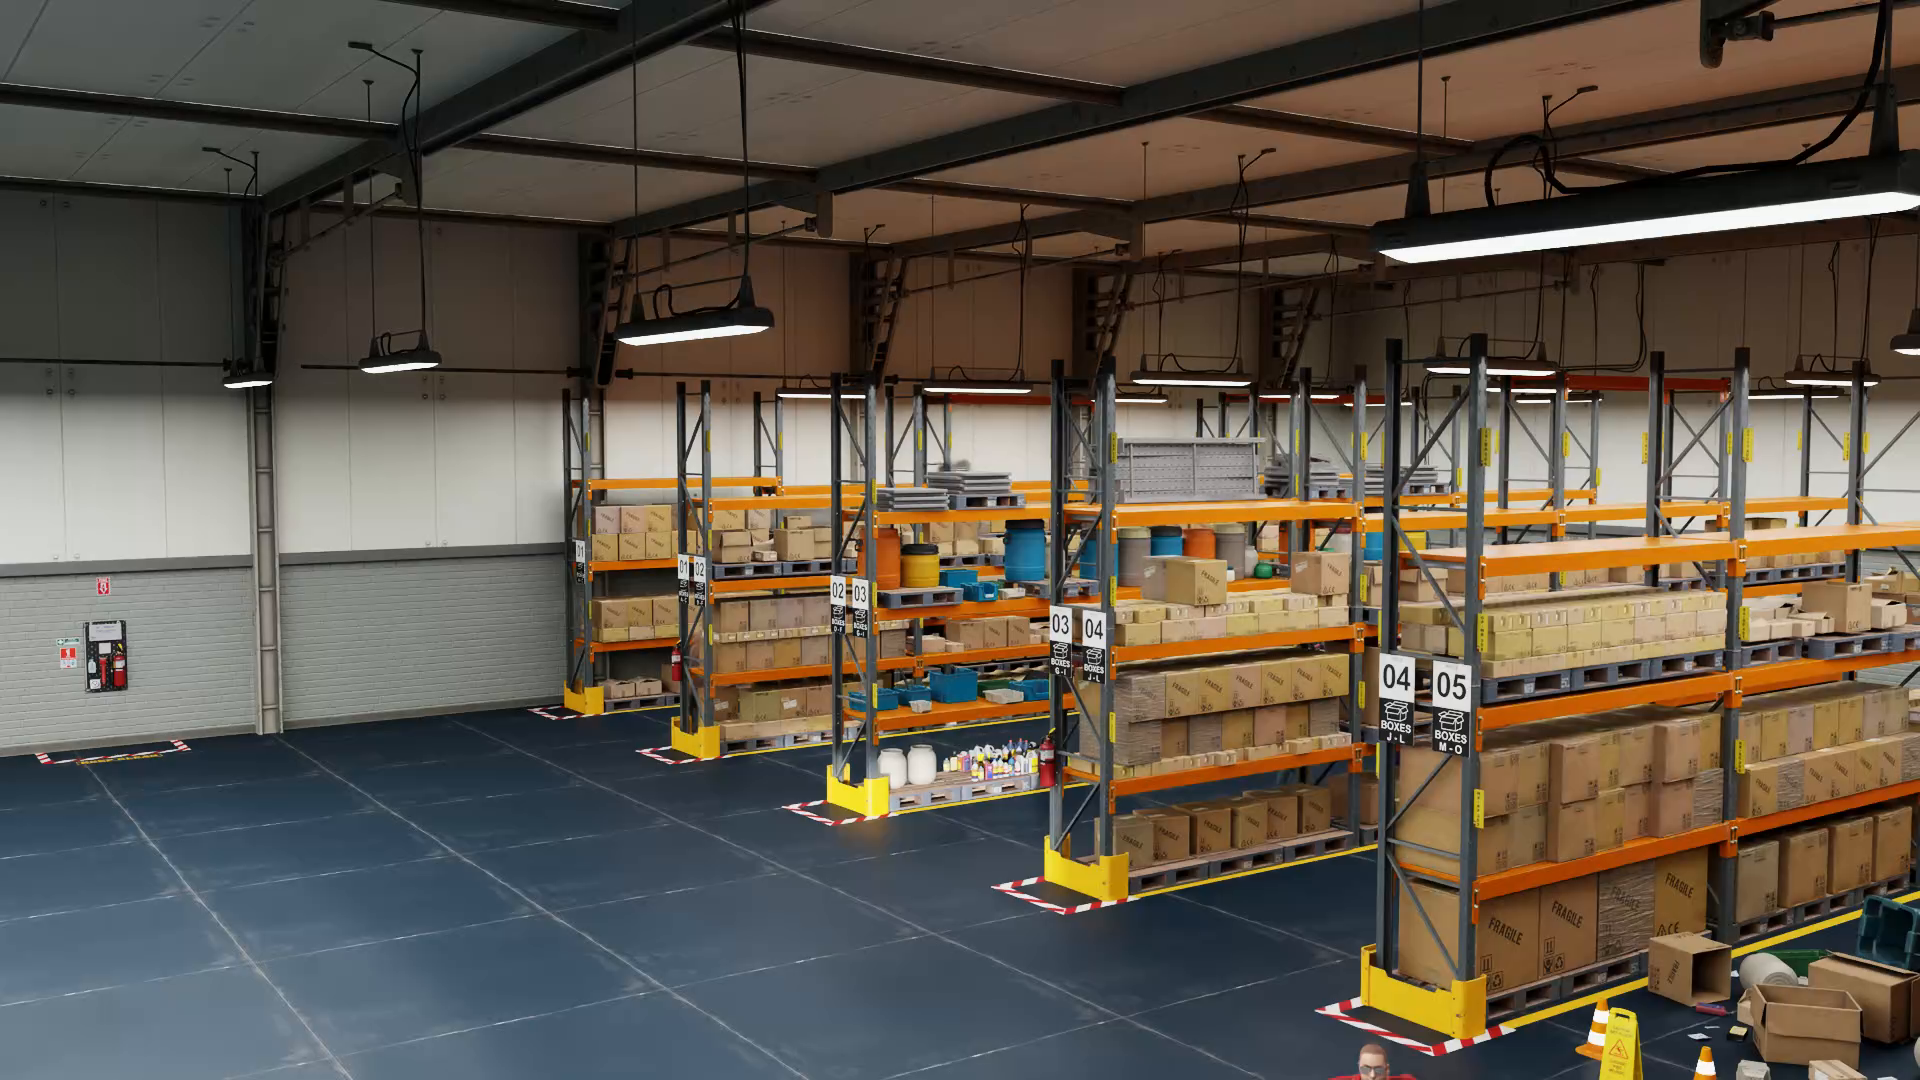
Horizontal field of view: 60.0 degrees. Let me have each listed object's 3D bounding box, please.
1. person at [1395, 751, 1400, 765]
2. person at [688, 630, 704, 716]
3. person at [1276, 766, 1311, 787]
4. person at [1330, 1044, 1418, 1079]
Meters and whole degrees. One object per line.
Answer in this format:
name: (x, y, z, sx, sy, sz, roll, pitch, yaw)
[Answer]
person: (6.658, 2.748, 24.557, 0.858, 1.644, 0.599, -2, 4, -27)
person: (-4.613, 2.442, 28.944, 0.724, 1.750, 1.014, 3, 5, 41)
person: (4.674, 2.798, 23.465, 0.887, 1.751, 0.722, -3, 5, -39)
person: (2.372, 3.711, 9.670, 0.658, 1.749, 1.005, 1, 4, 17)
